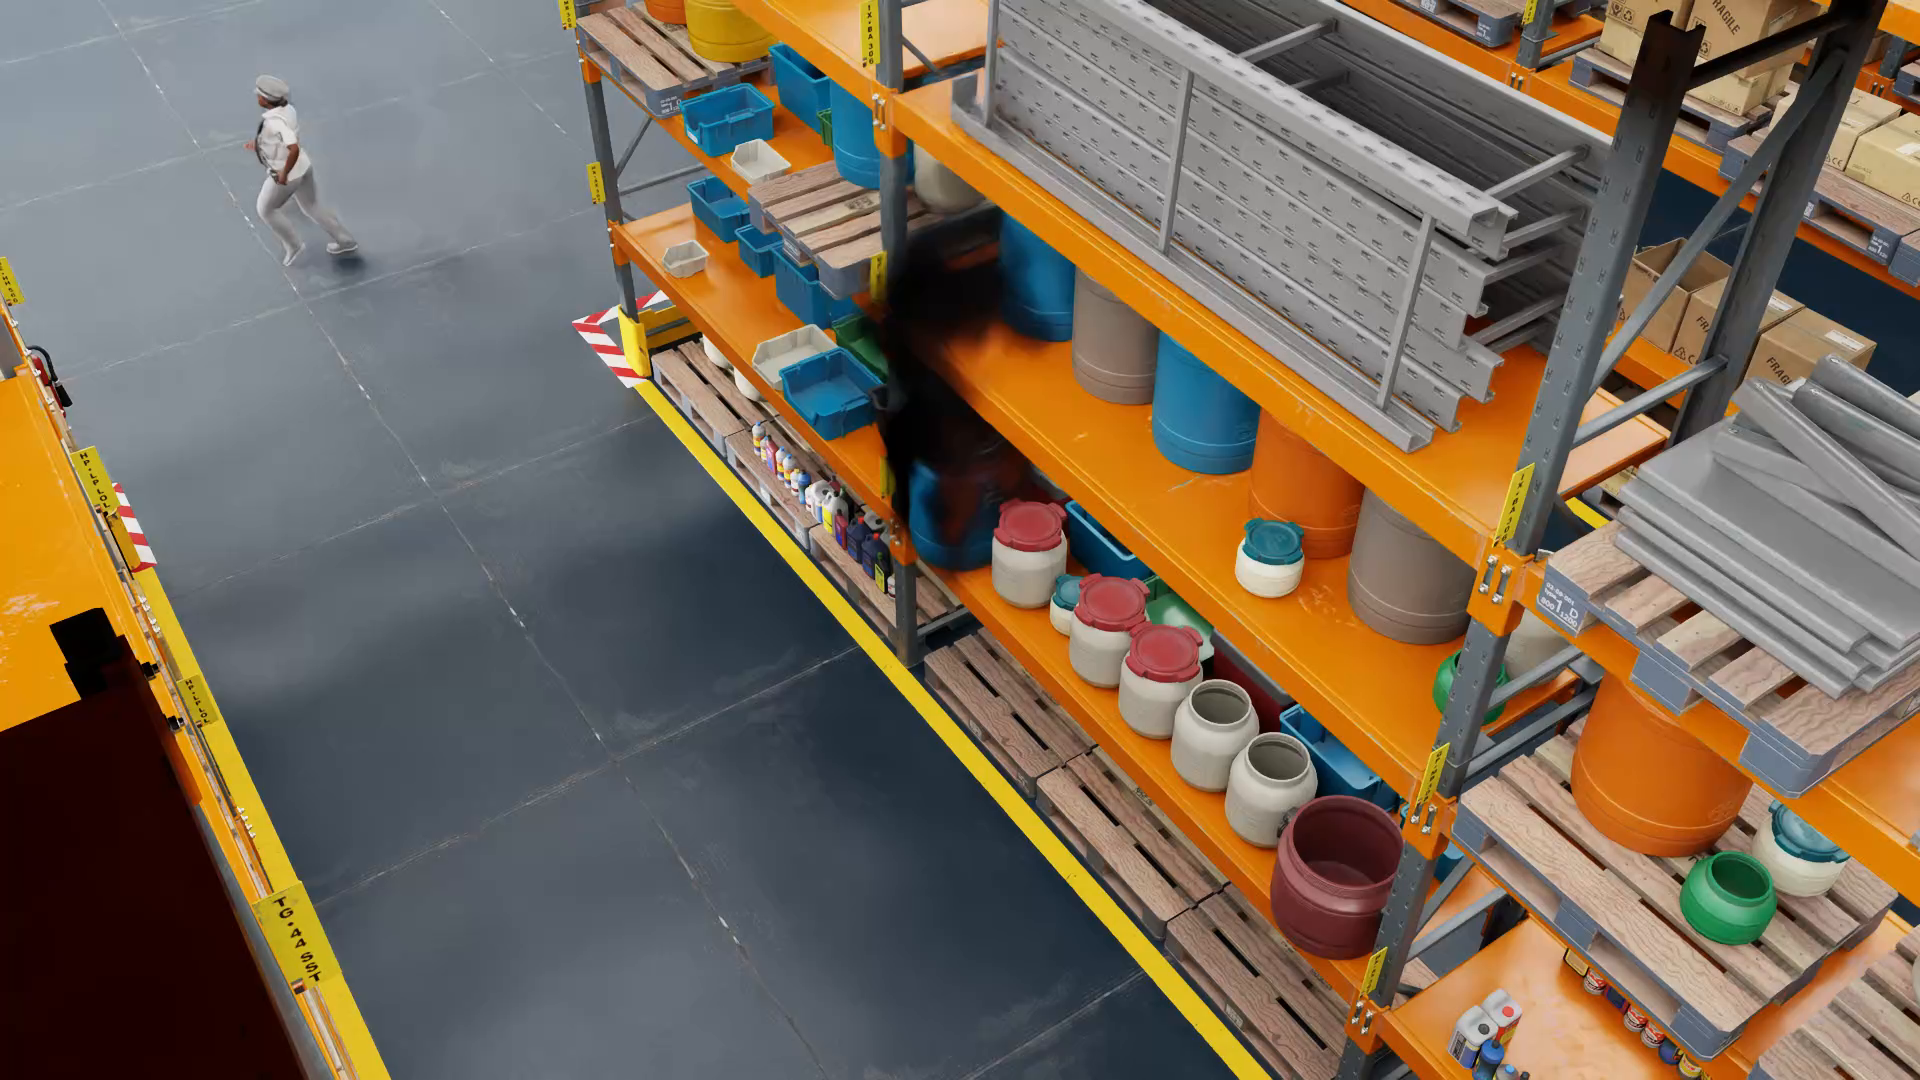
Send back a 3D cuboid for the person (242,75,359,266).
[{"bbox_3d":[-5.571,-3.032,13.846,0.734,1.725,0.581,3,43,4],"label":"person"}]
